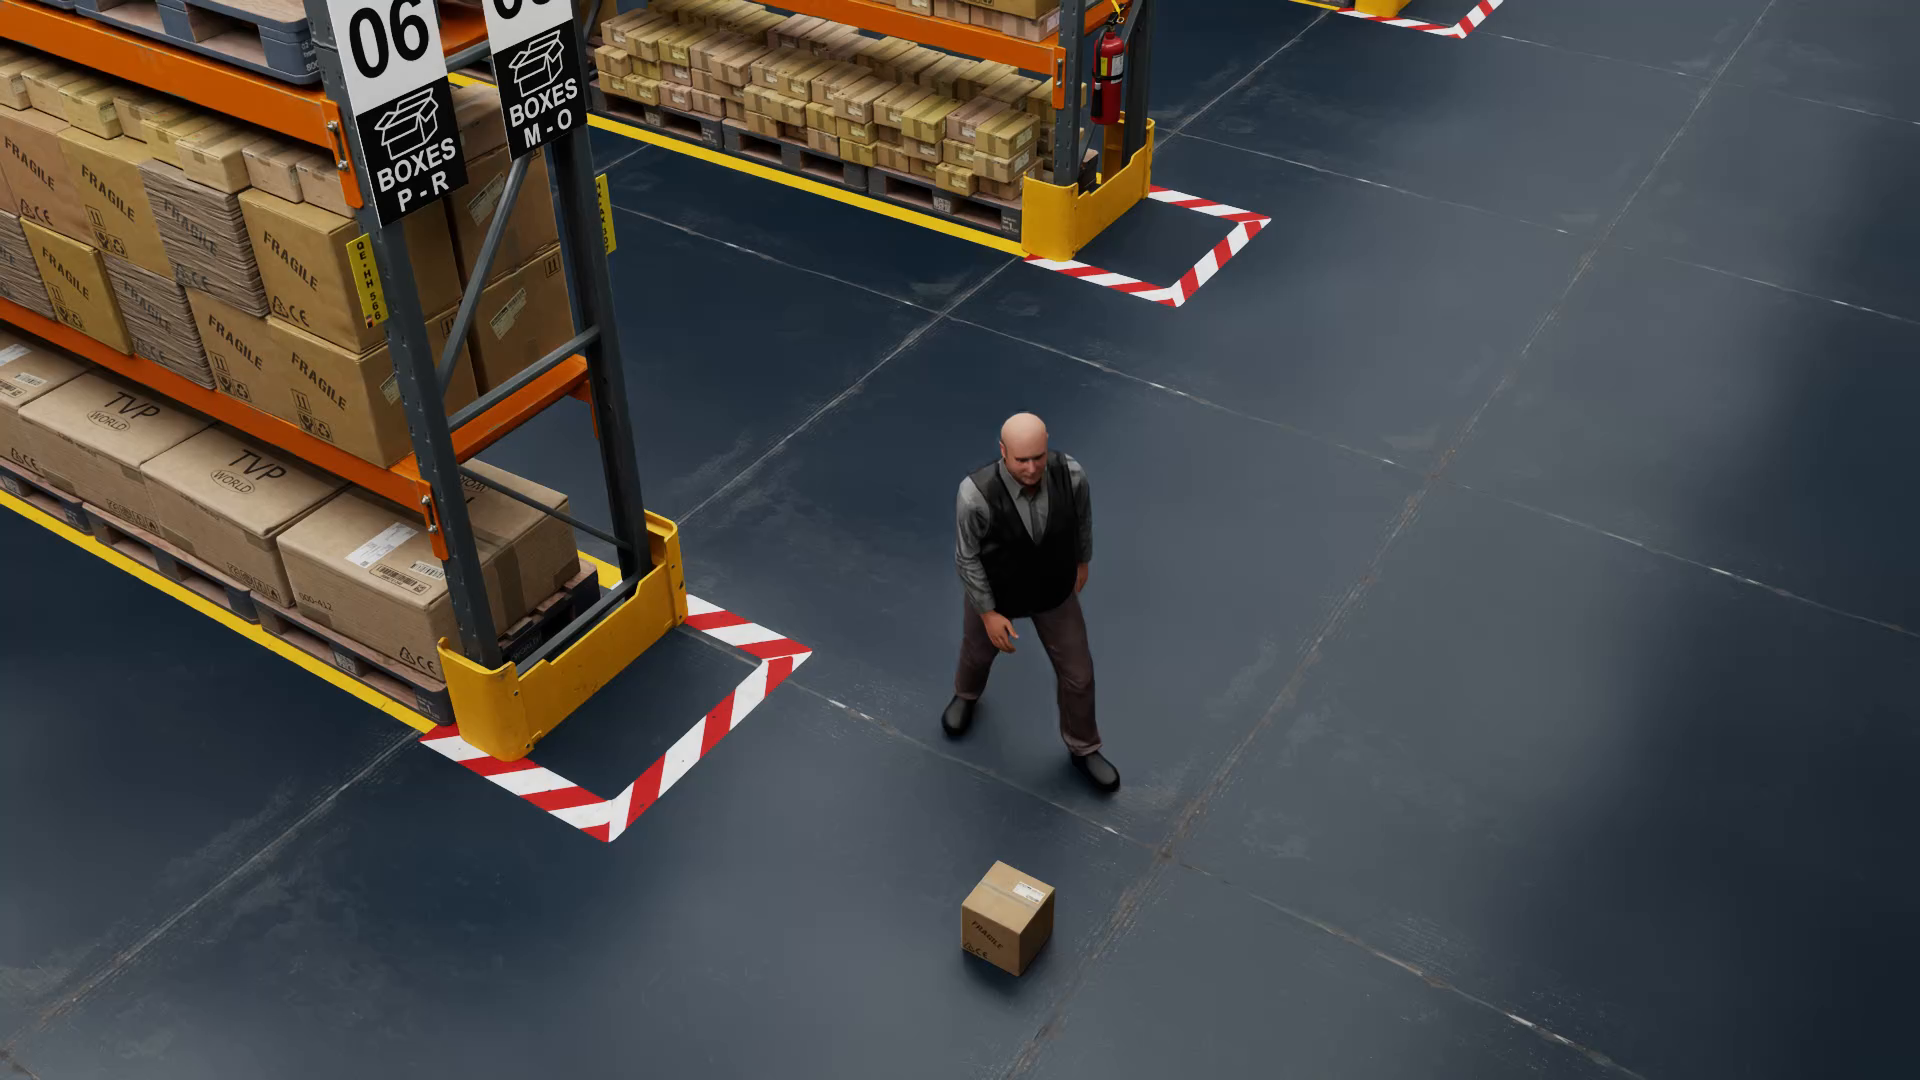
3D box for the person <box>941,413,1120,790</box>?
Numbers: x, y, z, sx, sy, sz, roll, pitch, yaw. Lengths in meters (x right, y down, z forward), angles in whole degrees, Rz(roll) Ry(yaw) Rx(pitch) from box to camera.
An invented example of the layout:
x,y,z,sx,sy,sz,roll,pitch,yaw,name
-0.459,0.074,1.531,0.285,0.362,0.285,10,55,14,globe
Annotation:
x,y,z,sx,sy,sz,roll,pitch,yaw,name
0.271,0.197,6.470,0.632,1.693,0.757,-9,39,-11,person
